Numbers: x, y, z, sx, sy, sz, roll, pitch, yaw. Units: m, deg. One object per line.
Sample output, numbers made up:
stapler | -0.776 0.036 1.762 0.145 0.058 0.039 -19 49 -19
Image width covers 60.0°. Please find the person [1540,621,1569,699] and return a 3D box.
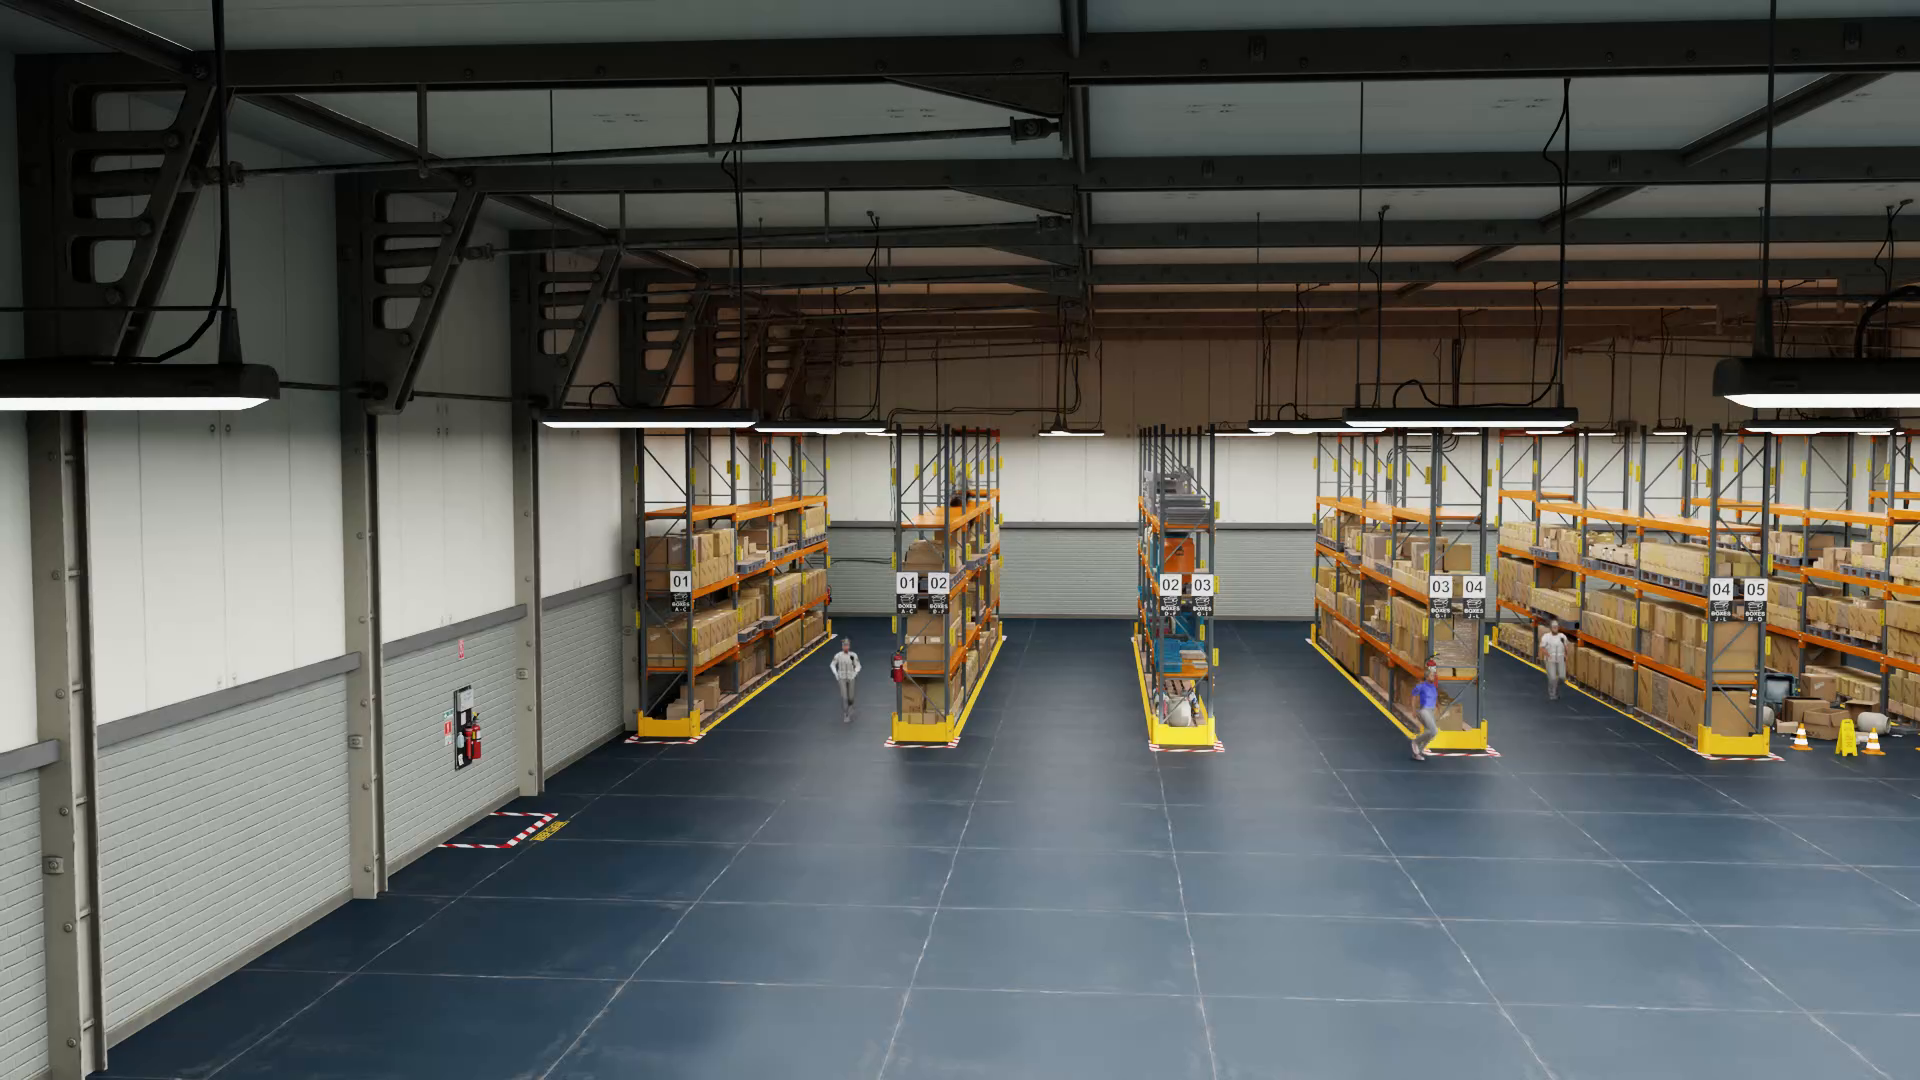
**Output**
person | 13.041 2.630 36.417 0.638 1.737 0.586 0 4 8

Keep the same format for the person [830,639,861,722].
person | -2.329 2.831 33.874 0.627 1.680 0.656 0 3 -7

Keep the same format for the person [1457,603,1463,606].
person | 13.537 2.111 45.016 0.671 1.774 0.834 0 3 4

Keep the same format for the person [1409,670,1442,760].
person | 8.378 3.122 29.668 0.608 1.581 0.522 -3 4 -37
